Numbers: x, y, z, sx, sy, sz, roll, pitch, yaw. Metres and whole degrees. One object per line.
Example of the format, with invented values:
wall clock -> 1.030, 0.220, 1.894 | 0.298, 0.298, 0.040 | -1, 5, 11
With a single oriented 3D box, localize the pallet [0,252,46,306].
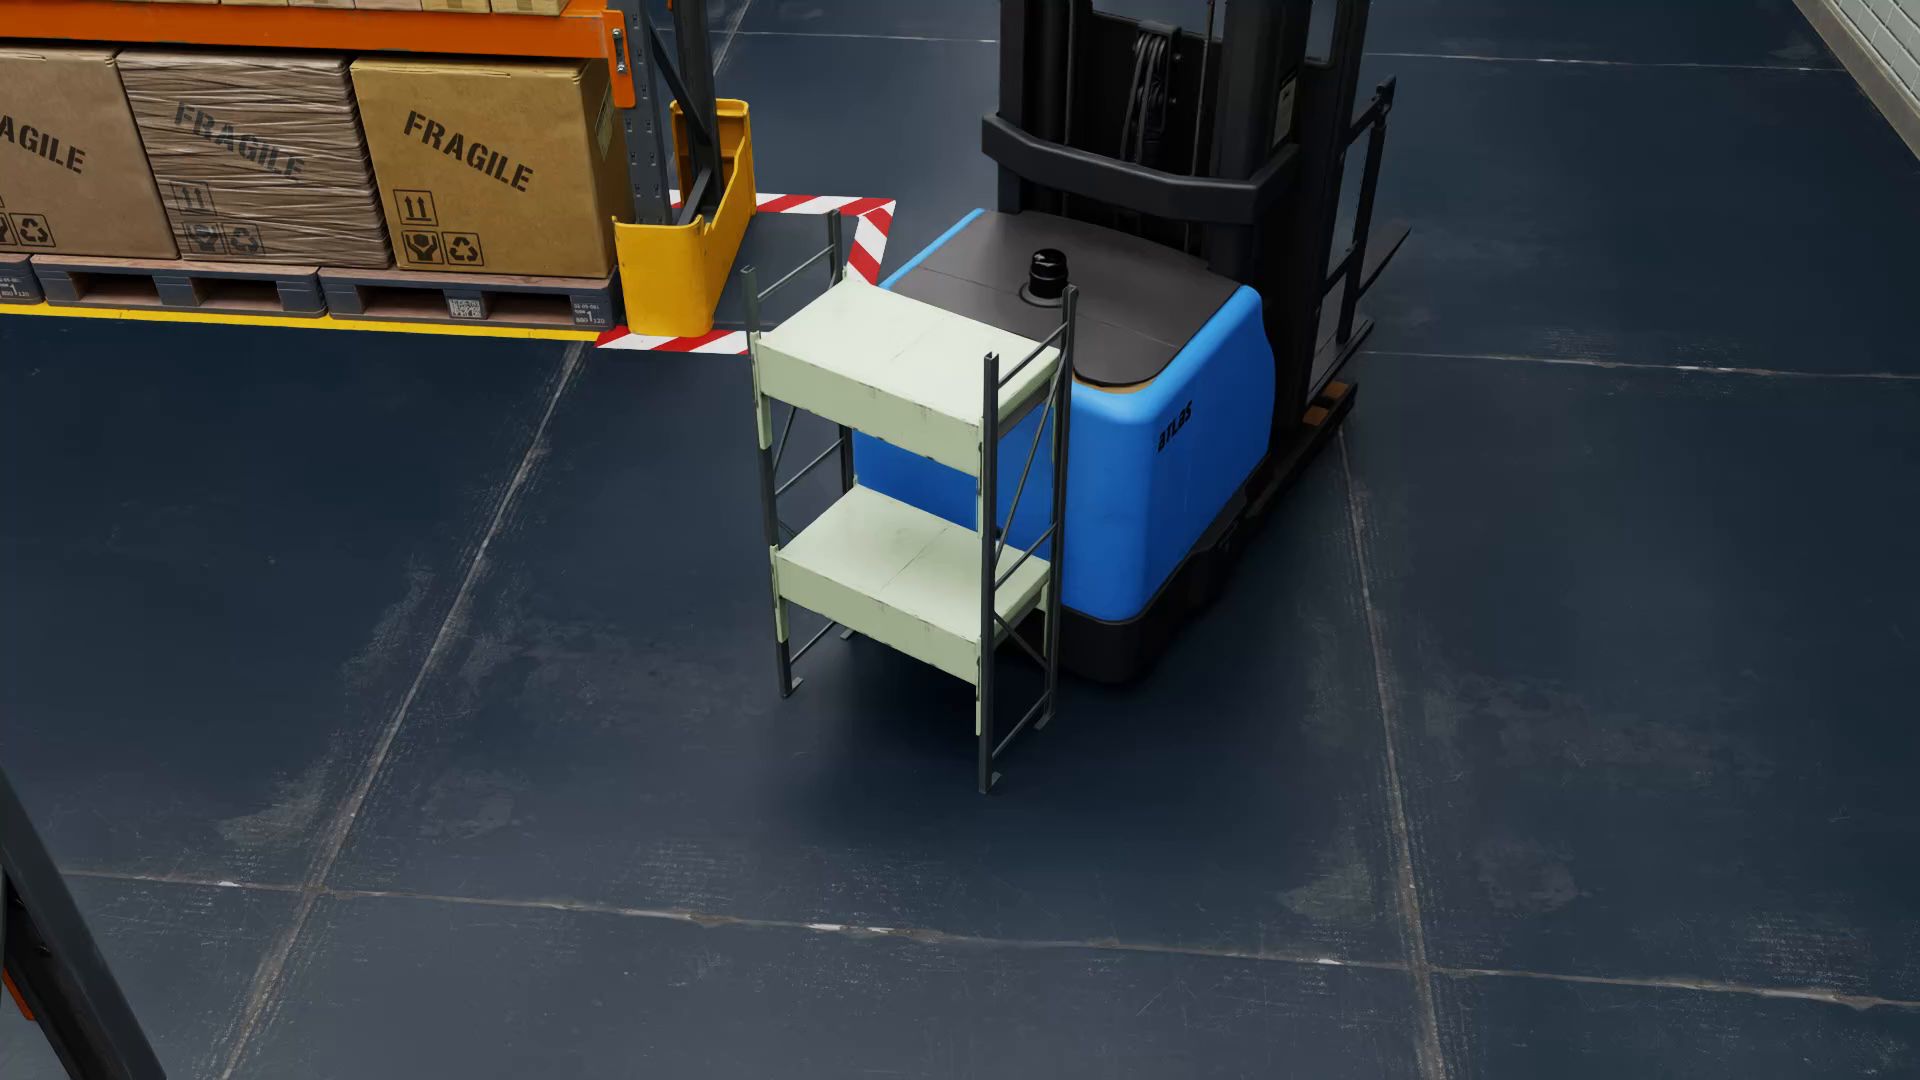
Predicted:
pallet -> -4.404, -1.407, 7.311 | 1.213, 0.211, 1.003 | 3, 39, 4

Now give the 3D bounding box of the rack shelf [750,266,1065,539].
rack shelf -> -0.133, -0.378, 4.408 | 0.720, 0.370, 0.431 | 22, 44, 25

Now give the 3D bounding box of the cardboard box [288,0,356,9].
cardboard box -> -2.312, -2.118, 6.174 | 0.250, 0.149, 0.380 | 4, 39, 5

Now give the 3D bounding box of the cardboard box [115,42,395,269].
cardboard box -> -2.721, -1.734, 6.854 | 0.875, 0.875, 0.875 | 3, 39, 4

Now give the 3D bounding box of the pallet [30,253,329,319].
pallet -> -3.185, -1.342, 7.231 | 1.213, 0.211, 1.003 | 3, 39, 4

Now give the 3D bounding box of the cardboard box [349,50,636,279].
cardboard box -> -1.814, -1.684, 6.794 | 0.875, 0.875, 0.875 | 3, 39, 4

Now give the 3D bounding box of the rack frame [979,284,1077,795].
rack frame -> 0.174, 0.051, 4.499 | 0.023, 1.500, 0.400 | 22, 44, 25

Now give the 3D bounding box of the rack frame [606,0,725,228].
rack frame -> -1.170, -2.361, 6.274 | 0.127, 3.000, 1.000 | 3, 39, 4

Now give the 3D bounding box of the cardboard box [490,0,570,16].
cardboard box -> -1.553, -2.076, 6.123 | 0.250, 0.149, 0.380 | 4, 39, 5

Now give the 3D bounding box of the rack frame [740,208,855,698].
rack frame -> -0.439, -0.202, 4.810 | 0.023, 1.500, 0.400 | 22, 44, 25

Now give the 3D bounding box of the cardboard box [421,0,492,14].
cardboard box -> -1.812, -2.089, 6.139 | 0.250, 0.149, 0.380 | 4, 39, 4

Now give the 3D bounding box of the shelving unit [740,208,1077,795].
shelving unit -> -0.133, -0.075, 4.655 | 0.755, 1.500, 0.431 | 22, 44, 25

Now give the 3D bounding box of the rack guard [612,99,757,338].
rack guard -> -1.146, -1.390, 7.062 | 0.348, 0.500, 1.175 | 3, 39, 4

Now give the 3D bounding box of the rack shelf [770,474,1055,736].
rack shelf -> -0.133, 0.177, 4.860 | 0.720, 0.370, 0.431 | 22, 44, 25

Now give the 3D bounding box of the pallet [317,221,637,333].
pallet -> -1.973, -1.274, 7.148 | 1.213, 0.211, 1.003 | 3, 39, 4

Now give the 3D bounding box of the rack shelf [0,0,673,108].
rack shelf -> -3.162, -2.191, 6.635 | 4.000, 0.370, 1.077 | 3, 39, 4

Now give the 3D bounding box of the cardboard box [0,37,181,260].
cardboard box -> -3.608, -1.782, 6.914 | 0.875, 0.875, 0.875 | 3, 39, 4

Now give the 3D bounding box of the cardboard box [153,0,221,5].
cardboard box -> -2.829, -2.144, 6.207 | 0.250, 0.149, 0.380 | 3, 39, 4

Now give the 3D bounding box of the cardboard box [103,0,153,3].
cardboard box -> -3.076, -2.159, 6.226 | 0.250, 0.149, 0.380 | 4, 39, 5

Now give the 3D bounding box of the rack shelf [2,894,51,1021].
rack shelf -> -3.691, 0.923, 2.810 | 4.000, 0.370, 1.077 | 3, 39, 4

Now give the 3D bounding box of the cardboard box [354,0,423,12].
cardboard box -> -2.063, -2.103, 6.157 | 0.250, 0.149, 0.380 | 3, 39, 4

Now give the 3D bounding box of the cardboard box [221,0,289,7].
cardboard box -> -2.571, -2.131, 6.190 | 0.250, 0.149, 0.380 | 2, 39, 3

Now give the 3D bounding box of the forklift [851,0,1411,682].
forklift -> 0.840, -1.607, 5.402 | 1.130, 2.935, 3.031 | 21, 44, 24
